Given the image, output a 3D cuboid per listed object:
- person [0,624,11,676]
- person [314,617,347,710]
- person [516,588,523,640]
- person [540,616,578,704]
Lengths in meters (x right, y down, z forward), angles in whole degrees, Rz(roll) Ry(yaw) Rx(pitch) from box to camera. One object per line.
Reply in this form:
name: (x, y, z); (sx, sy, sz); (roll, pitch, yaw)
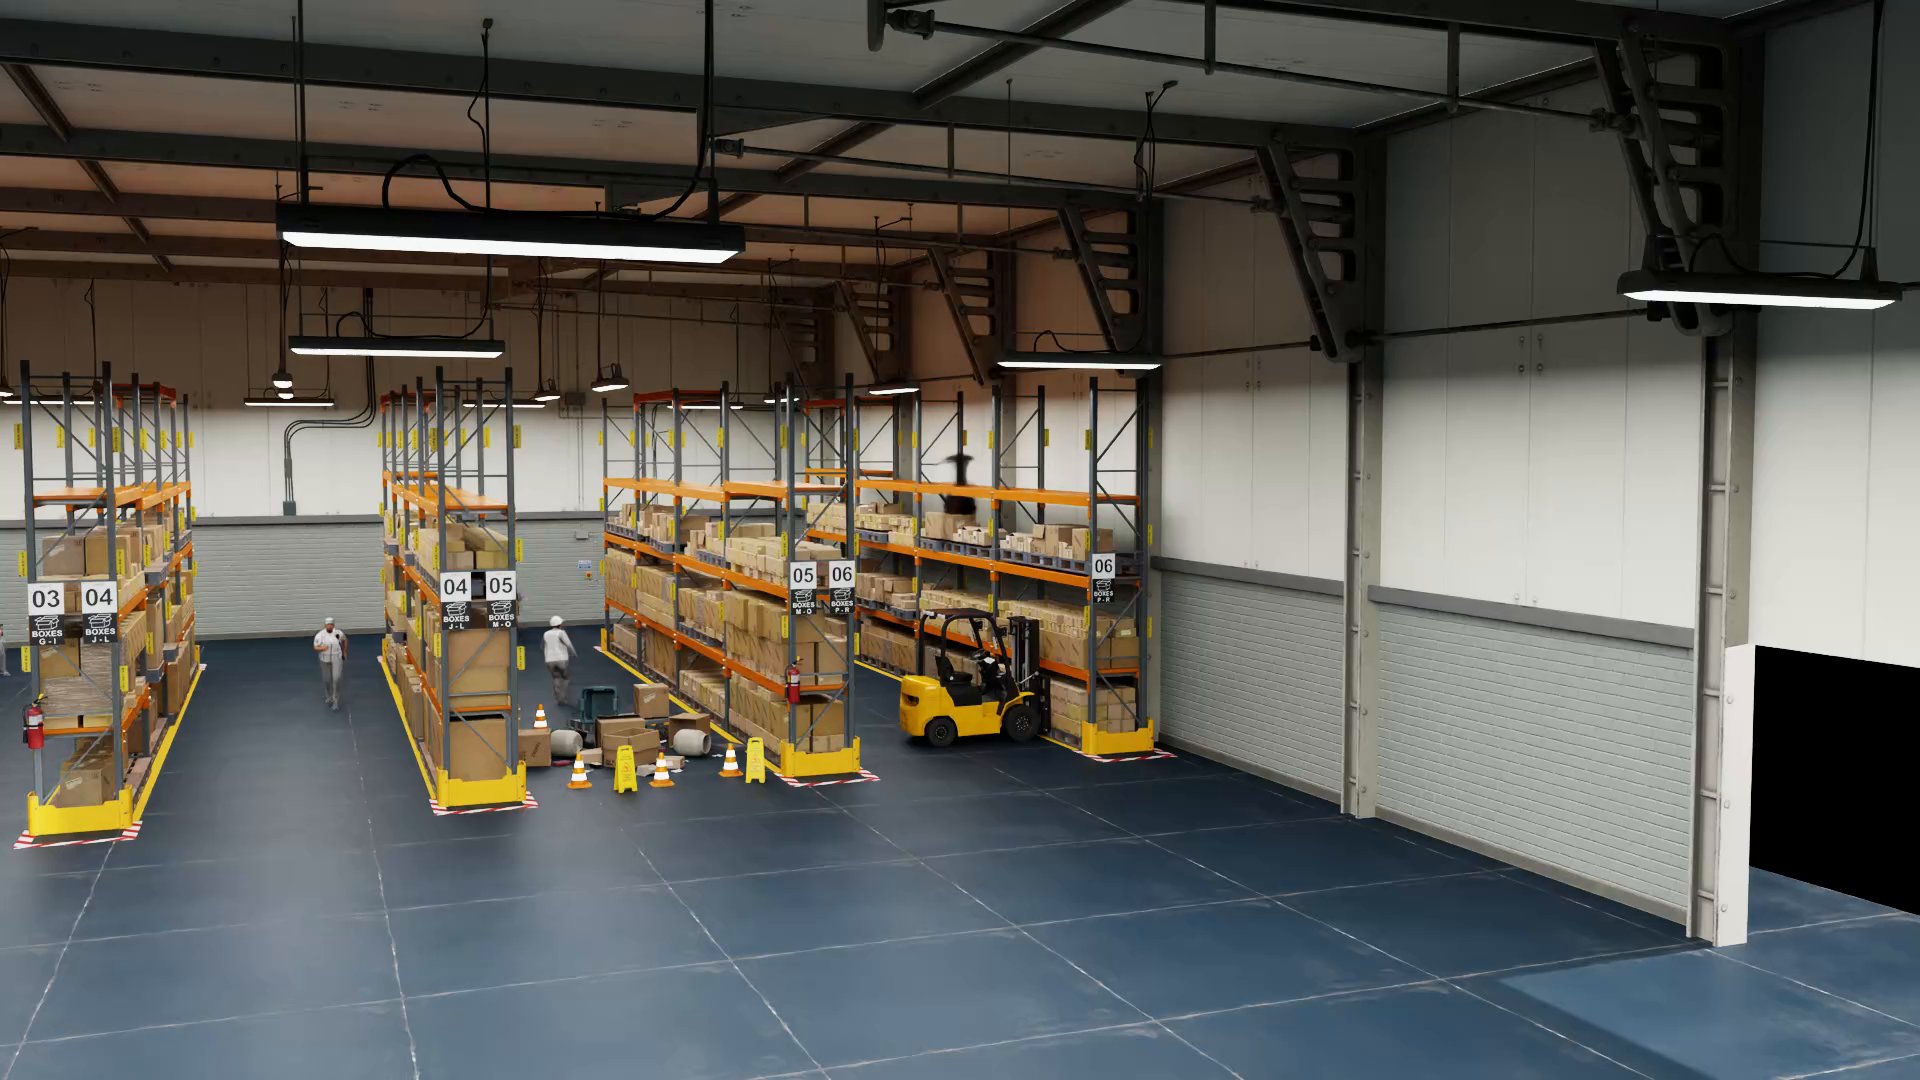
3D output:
person: (-20.593, 2.072, 35.282); (0.659, 1.652, 0.631); (2, 4, 28)
person: (-11.785, 2.300, 31.132); (0.551, 1.724, 0.842); (-1, 4, -14)
person: (-11.045, 1.713, 40.962); (0.659, 1.675, 0.722); (2, 4, 32)
person: (-7.644, 2.286, 31.563); (0.736, 1.686, 0.542); (0, 3, 5)
